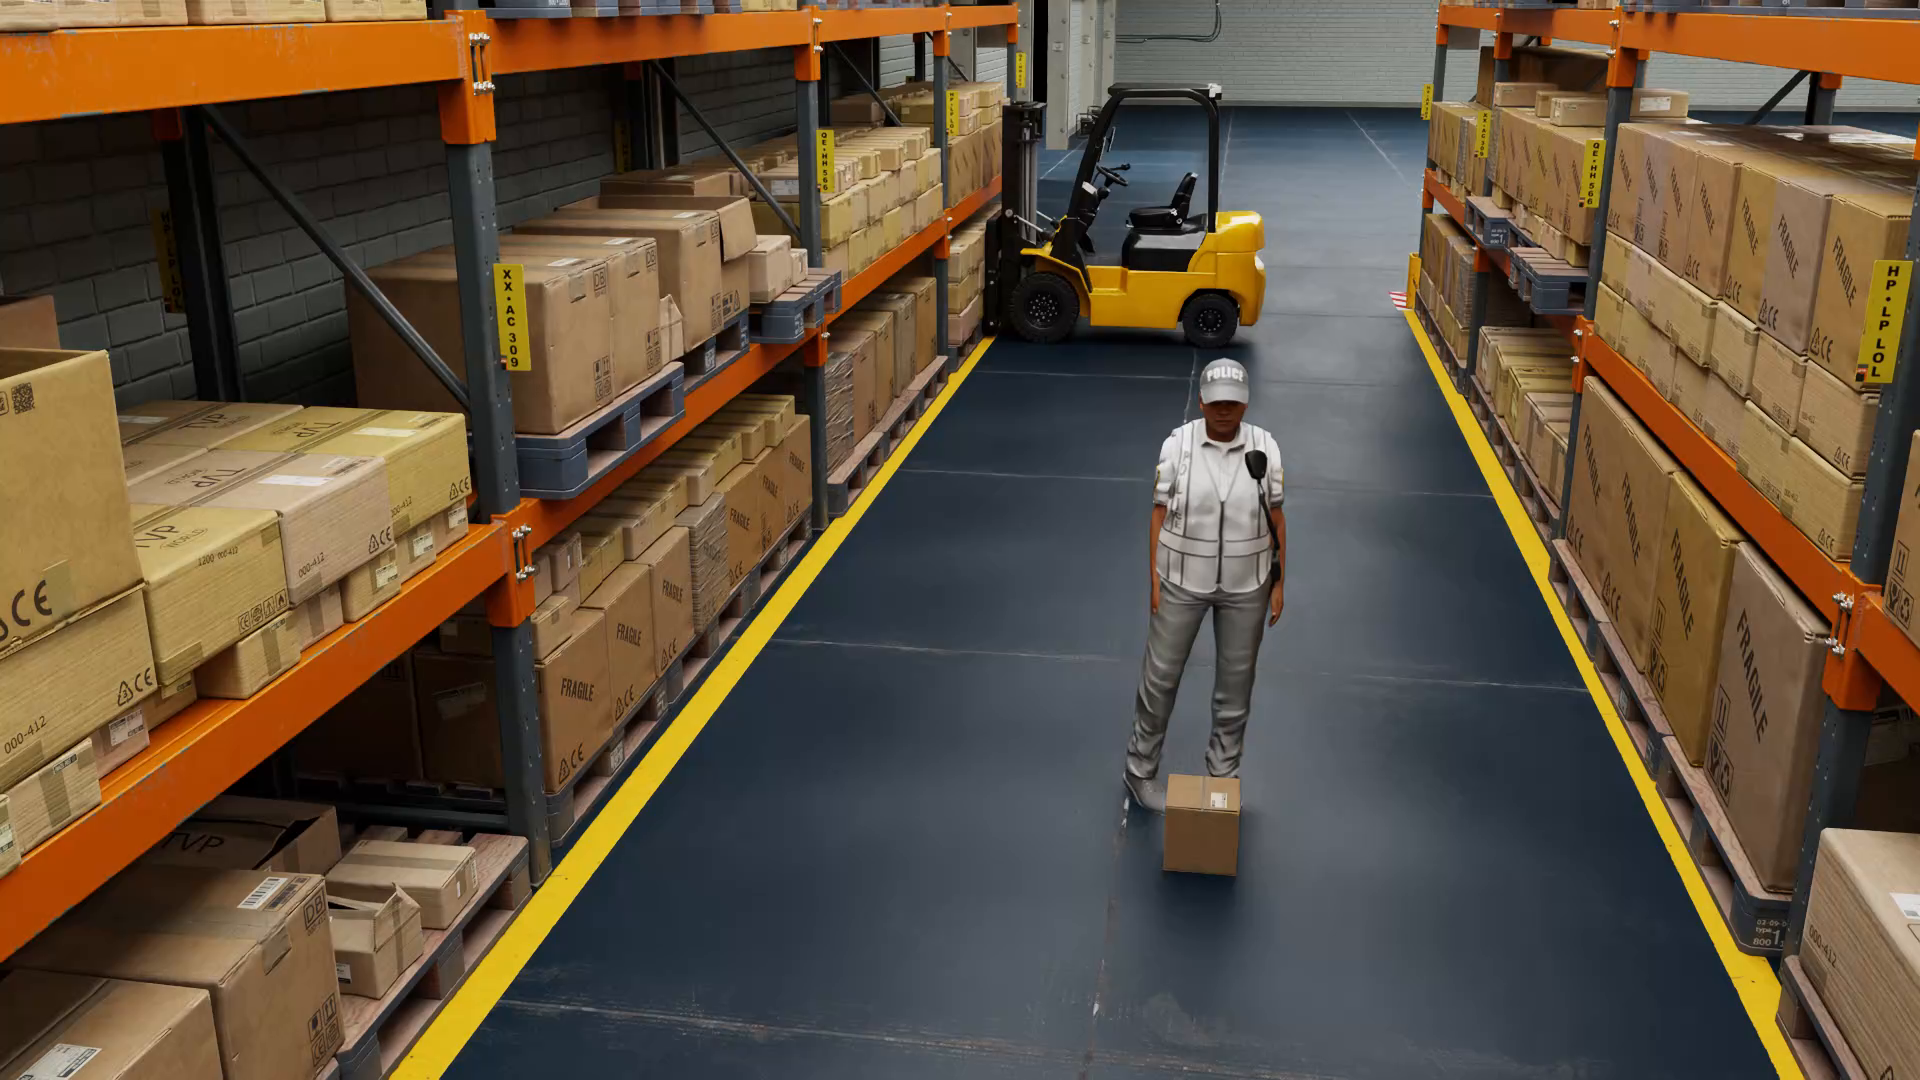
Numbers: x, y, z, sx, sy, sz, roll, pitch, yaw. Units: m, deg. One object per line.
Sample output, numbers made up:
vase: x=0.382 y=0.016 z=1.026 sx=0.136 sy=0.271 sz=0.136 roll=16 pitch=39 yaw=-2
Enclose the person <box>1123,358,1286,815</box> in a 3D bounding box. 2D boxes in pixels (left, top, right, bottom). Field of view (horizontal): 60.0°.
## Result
person: x=0.896 y=0.177 z=6.019 sx=0.558 sy=1.687 sz=0.363 roll=1 pitch=18 yaw=3
